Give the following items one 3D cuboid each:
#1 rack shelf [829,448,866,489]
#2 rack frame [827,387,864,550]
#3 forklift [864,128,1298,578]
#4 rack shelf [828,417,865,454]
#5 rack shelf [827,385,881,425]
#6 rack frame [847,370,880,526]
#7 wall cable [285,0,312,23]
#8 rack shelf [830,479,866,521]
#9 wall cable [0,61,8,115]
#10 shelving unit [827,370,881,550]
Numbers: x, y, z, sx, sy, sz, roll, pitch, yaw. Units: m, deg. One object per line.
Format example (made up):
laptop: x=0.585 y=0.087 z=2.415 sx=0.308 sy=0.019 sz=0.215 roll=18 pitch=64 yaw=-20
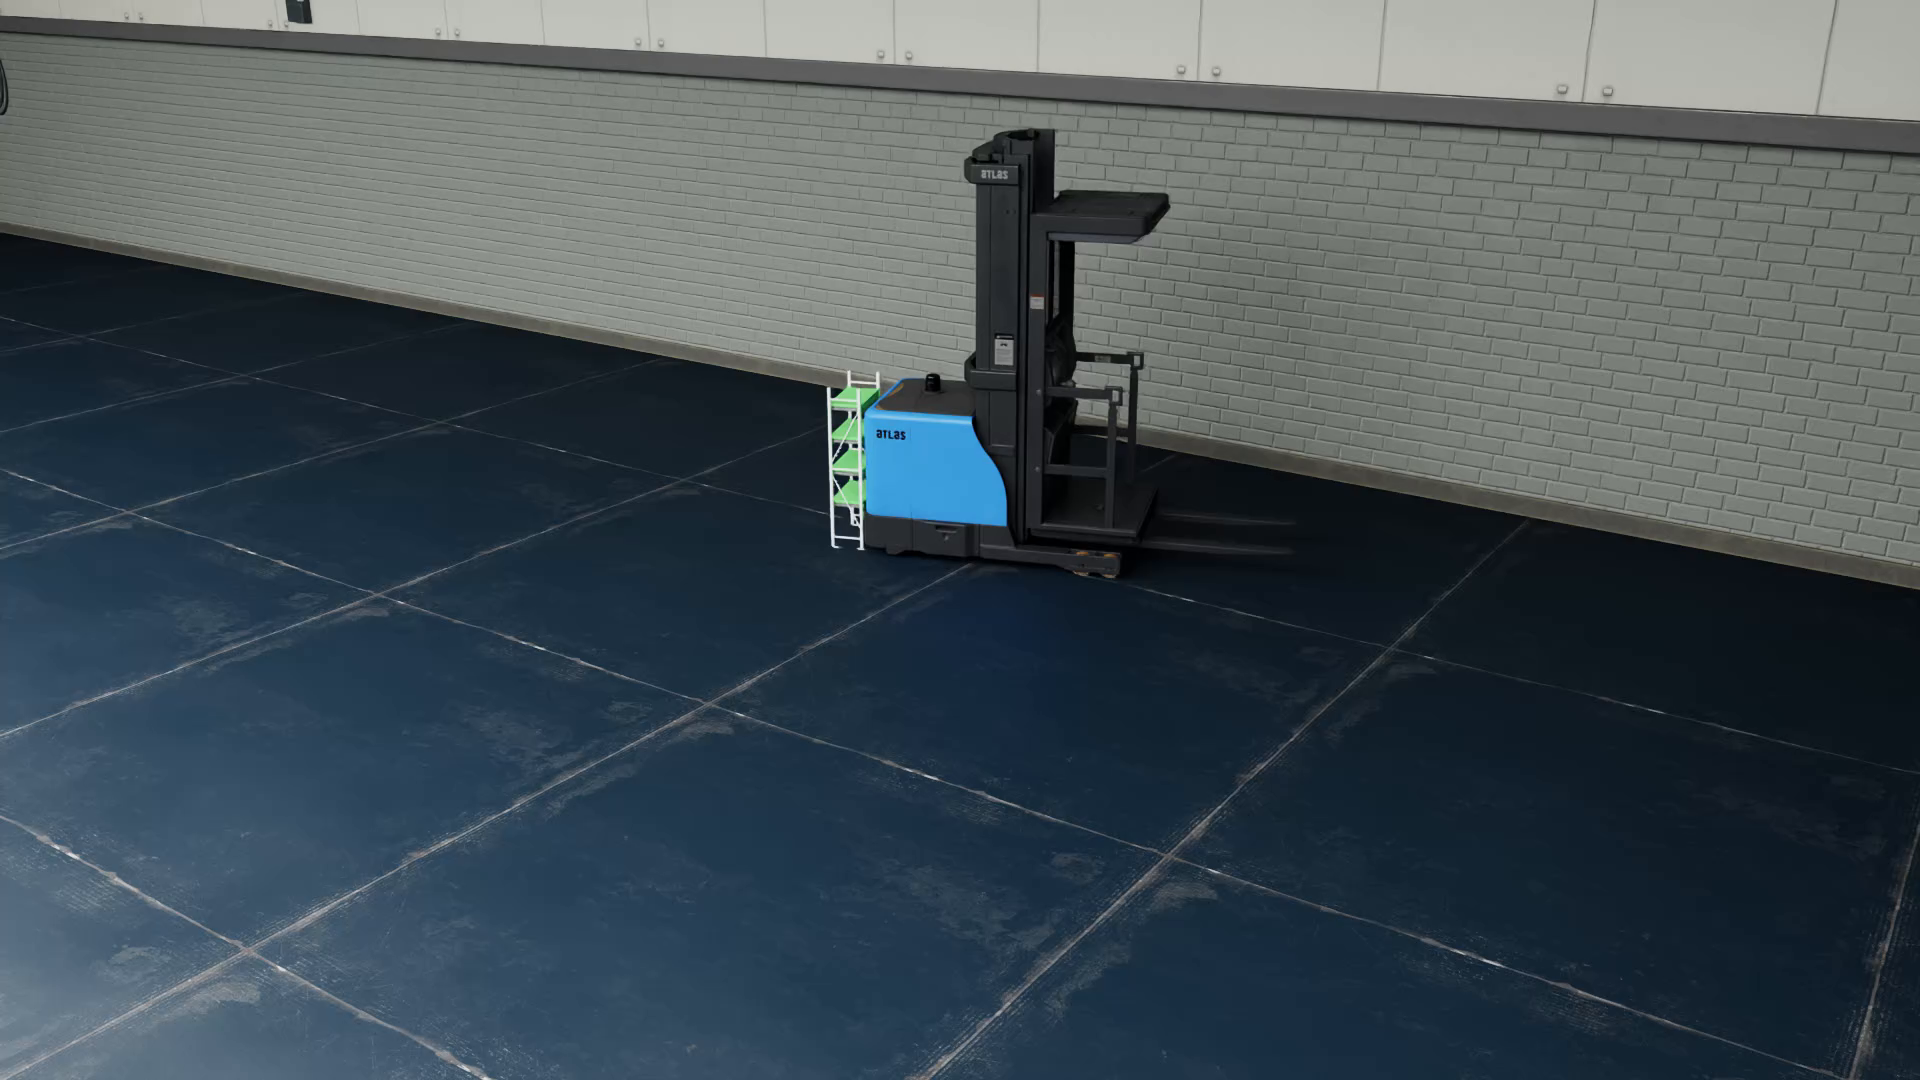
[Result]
rack shelf: x=-0.761 y=-0.525 z=12.138 sx=0.258 sy=0.148 sz=0.480 roll=5 pitch=21 yaw=13
rack frame: x=-0.818 y=-0.502 z=11.893 sx=0.240 sy=1.200 sz=0.015 roll=5 pitch=21 yaw=13
forklift: x=0.889 y=-1.313 z=11.590 sx=3.031 sy=2.935 sz=1.130 roll=5 pitch=21 yaw=13
rack shelf: x=-0.761 y=-0.750 z=12.055 sx=0.258 sy=0.148 sz=0.480 roll=5 pitch=21 yaw=13
rack shelf: x=-0.761 y=-0.975 z=11.971 sx=0.258 sy=0.148 sz=0.480 roll=5 pitch=21 yaw=13
rack frame: x=-0.704 y=-0.667 z=12.338 sx=0.240 sy=1.200 sz=0.015 roll=5 pitch=21 yaw=13
wall cable: x=-6.822 y=-8.611 z=17.670 sx=2.305 sy=6.003 sz=0.169 roll=13 pitch=24 yaw=32
rack shelf: x=-0.761 y=-0.299 z=12.221 sx=0.258 sy=0.148 sz=0.480 roll=5 pitch=21 yaw=13
wall cable: x=-14.664 y=-7.415 z=23.816 sx=3.097 sy=2.526 sz=0.112 roll=13 pitch=24 yaw=32
shelving unit: x=-0.761 y=-0.585 z=12.116 sx=0.258 sy=1.200 sz=0.503 roll=5 pitch=21 yaw=13
